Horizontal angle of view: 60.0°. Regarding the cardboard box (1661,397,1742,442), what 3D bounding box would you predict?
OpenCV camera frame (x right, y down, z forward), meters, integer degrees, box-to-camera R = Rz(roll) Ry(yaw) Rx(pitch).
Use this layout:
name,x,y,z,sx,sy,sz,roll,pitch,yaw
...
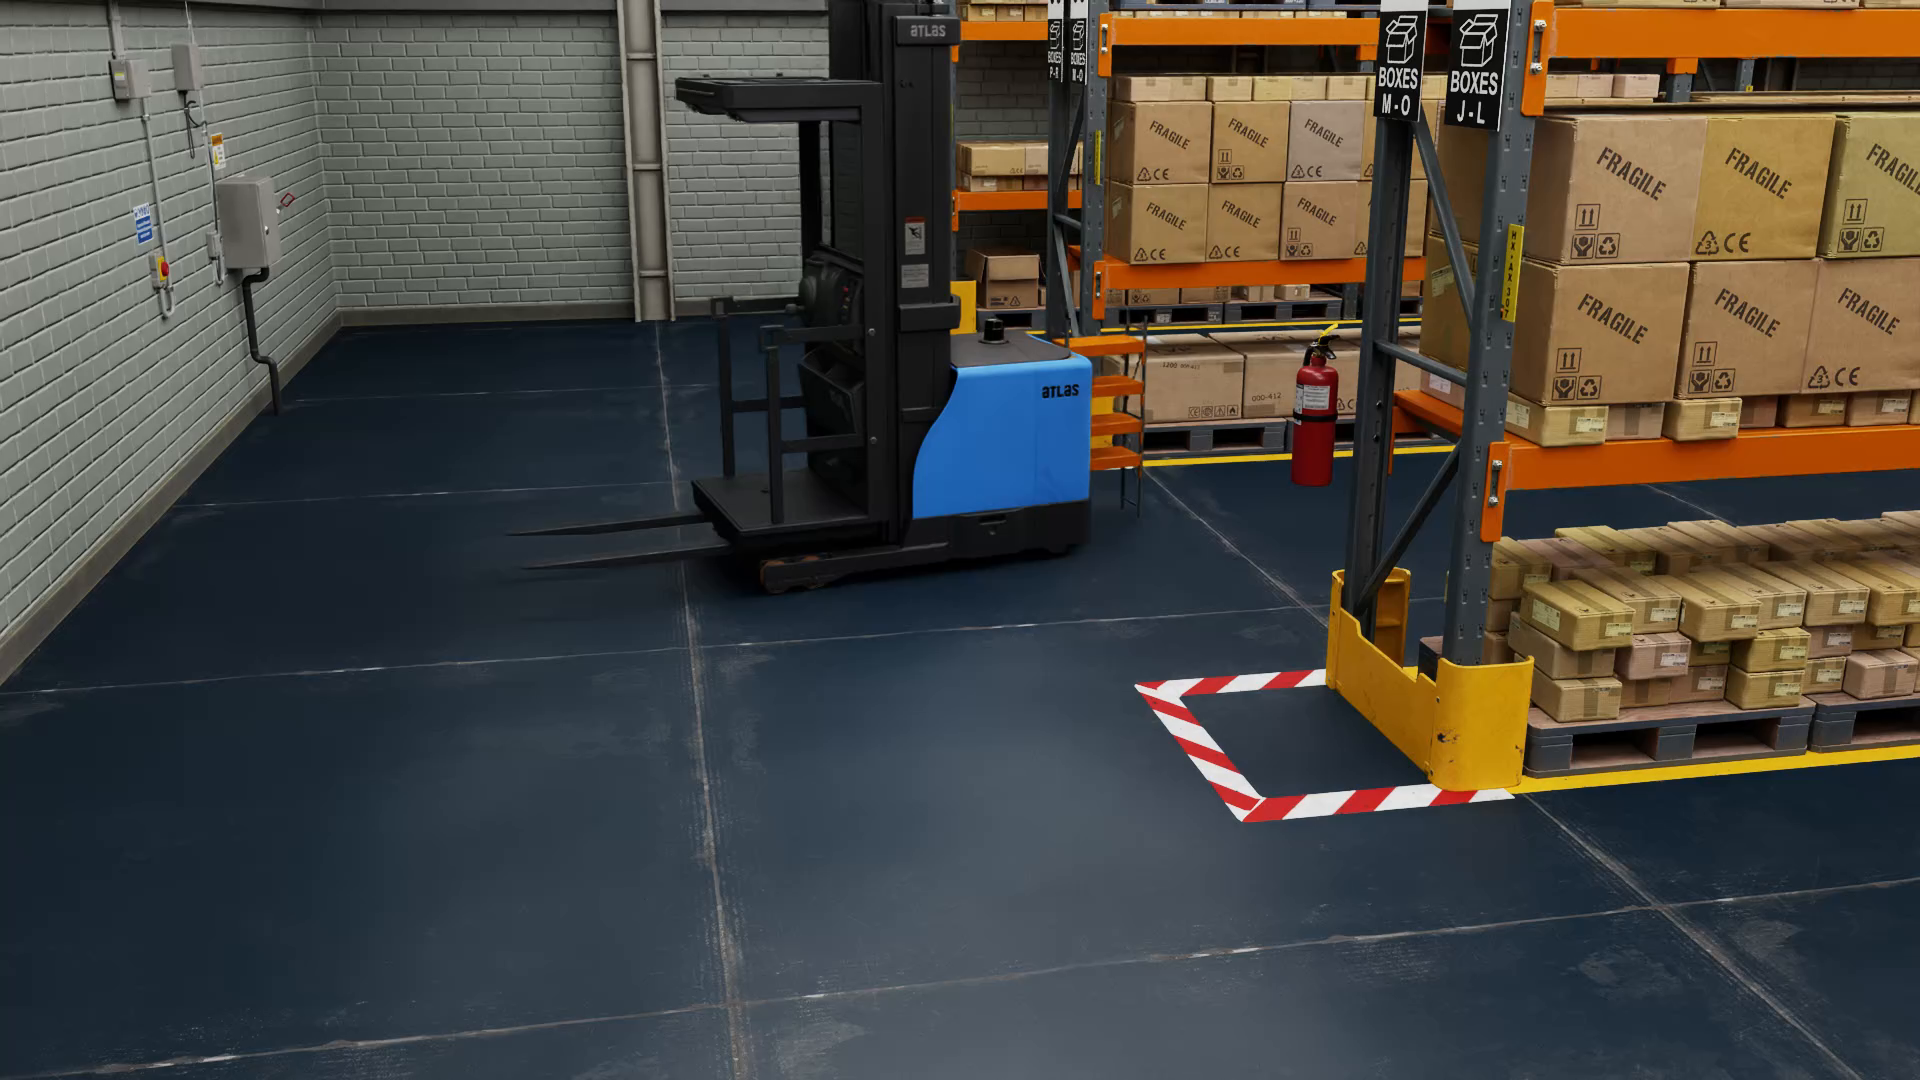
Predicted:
name,x,y,z,sx,sy,sz,roll,pitch,yaw
cardboard box,2.688,-0.488,6.221,0.250,0.149,0.380,-4,17,-12

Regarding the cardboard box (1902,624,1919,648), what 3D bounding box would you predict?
name,x,y,z,sx,sy,sz,roll,pitch,yaw
cardboard box,3.898,0.303,6.850,0.250,0.149,0.380,-2,17,-8

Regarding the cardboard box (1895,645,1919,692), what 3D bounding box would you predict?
name,x,y,z,sx,sy,sz,roll,pitch,yaw
cardboard box,3.883,0.476,6.794,0.250,0.149,0.380,-3,17,-10

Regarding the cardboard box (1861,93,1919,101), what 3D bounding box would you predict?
name,x,y,z,sx,sy,sz,roll,pitch,yaw
cardboard box,6.660,-2.865,11.657,0.500,0.500,0.500,-4,17,-11

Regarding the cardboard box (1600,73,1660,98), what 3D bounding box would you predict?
name,x,y,z,sx,sy,sz,roll,pitch,yaw
cardboard box,4.438,-3.030,11.091,0.250,0.149,0.380,-4,17,-12

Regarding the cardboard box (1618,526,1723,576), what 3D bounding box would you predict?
name,x,y,z,sx,sy,sz,roll,pitch,yaw
cardboard box,3.017,0.071,7.098,0.250,0.149,0.380,-4,18,-13

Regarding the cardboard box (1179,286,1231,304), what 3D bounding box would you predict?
name,x,y,z,sx,sy,sz,roll,pitch,yaw
cardboard box,2.292,-2.618,16.269,0.500,0.500,0.700,-4,18,-13

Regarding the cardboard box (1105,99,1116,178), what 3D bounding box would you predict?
name,x,y,z,sx,sy,sz,roll,pitch,yaw
cardboard box,1.181,-2.702,11.126,0.500,0.500,0.500,-3,17,-9

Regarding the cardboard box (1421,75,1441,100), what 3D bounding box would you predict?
name,x,y,z,sx,sy,sz,roll,pitch,yaw
cardboard box,2.933,-2.959,10.860,0.250,0.149,0.380,-3,17,-10

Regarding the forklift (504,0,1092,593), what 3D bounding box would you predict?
name,x,y,z,sx,sy,sz,roll,pitch,yaw
forklift,-0.853,-1.305,8.570,3.031,2.935,1.130,-7,18,-21

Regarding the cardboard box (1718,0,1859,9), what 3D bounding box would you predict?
name,x,y,z,sx,sy,sz,roll,pitch,yaw
cardboard box,2.798,-2.001,5.864,0.500,0.250,0.500,-3,17,-9

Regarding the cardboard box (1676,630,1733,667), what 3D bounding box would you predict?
name,x,y,z,sx,sy,sz,roll,pitch,yaw
cardboard box,2.857,0.367,6.641,0.250,0.149,0.380,-3,17,-10

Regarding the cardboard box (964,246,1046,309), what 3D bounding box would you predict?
name,x,y,z,sx,sy,sz,roll,pitch,yaw
cardboard box,0.426,-2.525,15.962,0.637,0.503,0.797,-4,18,-13

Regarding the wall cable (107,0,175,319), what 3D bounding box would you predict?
name,x,y,z,sx,sy,sz,roll,pitch,yaw
wall cable,-4.779,-2.260,9.779,0.123,1.953,0.585,-3,17,-10

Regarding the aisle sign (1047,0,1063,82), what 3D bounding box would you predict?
name,x,y,z,sx,sy,sz,roll,pitch,yaw
aisle sign,0.624,-3.409,10.873,0.004,0.787,0.394,-3,17,-10

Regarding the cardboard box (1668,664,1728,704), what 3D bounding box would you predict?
name,x,y,z,sx,sy,sz,roll,pitch,yaw
cardboard box,2.850,0.512,6.677,0.250,0.149,0.380,-3,17,-10

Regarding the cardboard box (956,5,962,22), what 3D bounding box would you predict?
name,x,y,z,sx,sy,sz,roll,pitch,yaw
cardboard box,0.078,-4.910,15.507,0.250,0.149,0.380,-3,17,-9

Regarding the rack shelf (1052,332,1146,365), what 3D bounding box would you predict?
name,x,y,z,sx,sy,sz,roll,pitch,yaw
rack shelf,0.776,-1.065,9.398,0.480,0.148,0.258,-7,18,-21

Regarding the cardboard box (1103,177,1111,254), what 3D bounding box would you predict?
name,x,y,z,sx,sy,sz,roll,pitch,yaw
cardboard box,1.176,-2.232,11.298,0.500,0.500,0.500,-3,17,-10

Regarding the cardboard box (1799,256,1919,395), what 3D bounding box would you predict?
name,x,y,z,sx,sy,sz,roll,pitch,yaw
cardboard box,3.288,-0.855,6.311,0.500,0.500,0.500,-3,17,-10

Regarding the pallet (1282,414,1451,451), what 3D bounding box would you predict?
name,x,y,z,sx,sy,sz,roll,pitch,yaw
pallet,2.719,-0.882,11.823,1.213,0.211,1.003,-3,17,-10

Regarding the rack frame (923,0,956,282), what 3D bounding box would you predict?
name,x,y,z,sx,sy,sz,roll,pitch,yaw
rack frame,-0.192,-3.511,15.635,0.127,3.000,1.000,-3,17,-10

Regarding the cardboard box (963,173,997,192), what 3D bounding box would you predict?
name,x,y,z,sx,sy,sz,roll,pitch,yaw
cardboard box,0.182,-3.330,15.474,0.250,0.149,0.380,-3,17,-11

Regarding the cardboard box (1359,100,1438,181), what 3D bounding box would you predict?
name,x,y,z,sx,sy,sz,roll,pitch,yaw
cardboard box,2.778,-2.641,10.927,0.500,0.500,0.500,-3,17,-10

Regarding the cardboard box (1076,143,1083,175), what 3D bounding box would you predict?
name,x,y,z,sx,sy,sz,roll,pitch,yaw
cardboard box,1.296,-3.587,15.629,0.500,0.250,0.500,-4,17,-11

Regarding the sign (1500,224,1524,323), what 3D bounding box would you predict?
name,x,y,z,sx,sy,sz,roll,pitch,yaw
sign,1.894,-0.917,5.713,0.005,0.325,0.100,-3,17,-10

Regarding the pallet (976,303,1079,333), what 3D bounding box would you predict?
name,x,y,z,sx,sy,sz,roll,pitch,yaw
pallet,0.665,-2.227,16.204,1.213,0.211,1.003,-3,17,-10

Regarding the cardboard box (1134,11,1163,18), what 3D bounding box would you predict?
name,x,y,z,sx,sy,sz,roll,pitch,yaw
cardboard box,1.688,-4.833,15.258,0.250,0.149,0.380,-3,17,-10

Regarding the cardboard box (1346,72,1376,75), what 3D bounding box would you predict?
name,x,y,z,sx,sy,sz,roll,pitch,yaw
cardboard box,2.822,-3.117,11.373,0.250,0.149,0.380,-3,17,-10

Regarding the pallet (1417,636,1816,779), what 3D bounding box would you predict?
name,x,y,z,sx,sy,sz,roll,pitch,yaw
pallet,2.670,0.634,6.887,1.213,0.211,1.003,-3,17,-10

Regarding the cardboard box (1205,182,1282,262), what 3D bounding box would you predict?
name,x,y,z,sx,sy,sz,roll,pitch,yaw
cardboard box,1.770,-2.109,10.898,0.500,0.500,0.500,-3,17,-11

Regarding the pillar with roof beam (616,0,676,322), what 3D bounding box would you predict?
name,x,y,z,sx,sy,sz,roll,pitch,yaw
pillar with roof beam,-2.194,-5.248,11.071,0.400,9.000,9.100,-3,17,-10

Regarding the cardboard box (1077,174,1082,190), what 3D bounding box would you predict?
name,x,y,z,sx,sy,sz,roll,pitch,yaw
cardboard box,1.194,-3.395,15.686,0.250,0.149,0.380,-3,17,-10

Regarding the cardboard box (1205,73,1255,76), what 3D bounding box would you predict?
name,x,y,z,sx,sy,sz,roll,pitch,yaw
cardboard box,1.805,-3.056,11.175,0.250,0.149,0.380,-3,17,-9

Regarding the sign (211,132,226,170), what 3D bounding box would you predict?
name,x,y,z,sx,sy,sz,roll,pitch,yaw
sign,-5.227,-2.741,11.720,0.001,0.242,0.339,-3,17,-10

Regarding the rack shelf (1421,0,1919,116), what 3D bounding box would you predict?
name,x,y,z,sx,sy,sz,roll,pitch,yaw
rack shelf,3.755,-1.861,6.377,4.000,0.370,1.077,-3,17,-10

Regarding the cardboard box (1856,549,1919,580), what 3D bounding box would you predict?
name,x,y,z,sx,sy,sz,roll,pitch,yaw
cardboard box,3.887,0.167,6.788,0.250,0.149,0.380,-3,17,-10

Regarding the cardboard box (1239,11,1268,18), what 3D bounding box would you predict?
name,x,y,z,sx,sy,sz,roll,pitch,yaw
cardboard box,2.690,-4.905,15.492,0.250,0.149,0.380,-3,17,-11

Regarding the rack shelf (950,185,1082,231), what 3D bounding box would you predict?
name,x,y,z,sx,sy,sz,roll,pitch,yaw
rack shelf,1.771,-3.279,16.103,4.000,0.370,1.077,-3,17,-10

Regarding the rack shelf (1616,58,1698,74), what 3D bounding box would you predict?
name,x,y,z,sx,sy,sz,roll,pitch,yaw
rack shelf,6.644,-3.505,11.730,4.000,0.370,1.077,-3,17,-10

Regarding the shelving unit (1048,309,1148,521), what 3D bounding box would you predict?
name,x,y,z,sx,sy,sz,roll,pitch,yaw
shelving unit,0.776,-0.690,9.513,0.503,1.200,0.258,-7,18,-21

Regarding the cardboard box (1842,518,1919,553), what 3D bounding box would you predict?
name,x,y,z,sx,sy,sz,roll,pitch,yaw
cardboard box,4.051,0.032,7.225,0.250,0.149,0.380,-4,18,-13

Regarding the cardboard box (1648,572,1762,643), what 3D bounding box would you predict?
name,x,y,z,sx,sy,sz,roll,pitch,yaw
cardboard box,2.890,0.260,6.483,0.250,0.149,0.380,-3,17,-11

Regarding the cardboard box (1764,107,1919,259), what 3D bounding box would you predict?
name,x,y,z,sx,sy,sz,roll,pitch,yaw
cardboard box,3.292,-1.328,6.147,0.500,0.500,0.500,-4,17,-12

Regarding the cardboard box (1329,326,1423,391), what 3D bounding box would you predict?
name,x,y,z,sx,sy,sz,roll,pitch,yaw
cardboard box,3.165,-1.225,11.841,0.875,0.438,0.875,-4,17,-12

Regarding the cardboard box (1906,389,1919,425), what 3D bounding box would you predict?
name,x,y,z,sx,sy,sz,roll,pitch,yaw
cardboard box,3.693,-0.564,6.468,0.250,0.149,0.380,-3,17,-8

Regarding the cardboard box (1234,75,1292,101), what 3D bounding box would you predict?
name,x,y,z,sx,sy,sz,roll,pitch,yaw
cardboard box,1.930,-2.893,10.643,0.250,0.149,0.380,-4,17,-12

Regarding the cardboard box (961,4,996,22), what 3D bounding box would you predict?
name,x,y,z,sx,sy,sz,roll,pitch,yaw
cardboard box,0.165,-4.776,15.071,0.250,0.149,0.380,-3,17,-9

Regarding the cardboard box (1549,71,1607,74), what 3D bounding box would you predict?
name,x,y,z,sx,sy,sz,roll,pitch,yaw
cardboard box,4.321,-3.196,11.632,0.250,0.149,0.380,-4,17,-11

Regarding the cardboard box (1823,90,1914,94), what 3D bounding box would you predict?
name,x,y,z,sx,sy,sz,roll,pitch,yaw
cardboard box,6.585,-3.013,12.140,0.500,0.500,0.500,-3,17,-10

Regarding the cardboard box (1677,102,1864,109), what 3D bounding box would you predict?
name,x,y,z,sx,sy,sz,roll,pitch,yaw
cardboard box,3.200,-1.484,6.655,0.500,0.500,0.500,-2,17,-8
